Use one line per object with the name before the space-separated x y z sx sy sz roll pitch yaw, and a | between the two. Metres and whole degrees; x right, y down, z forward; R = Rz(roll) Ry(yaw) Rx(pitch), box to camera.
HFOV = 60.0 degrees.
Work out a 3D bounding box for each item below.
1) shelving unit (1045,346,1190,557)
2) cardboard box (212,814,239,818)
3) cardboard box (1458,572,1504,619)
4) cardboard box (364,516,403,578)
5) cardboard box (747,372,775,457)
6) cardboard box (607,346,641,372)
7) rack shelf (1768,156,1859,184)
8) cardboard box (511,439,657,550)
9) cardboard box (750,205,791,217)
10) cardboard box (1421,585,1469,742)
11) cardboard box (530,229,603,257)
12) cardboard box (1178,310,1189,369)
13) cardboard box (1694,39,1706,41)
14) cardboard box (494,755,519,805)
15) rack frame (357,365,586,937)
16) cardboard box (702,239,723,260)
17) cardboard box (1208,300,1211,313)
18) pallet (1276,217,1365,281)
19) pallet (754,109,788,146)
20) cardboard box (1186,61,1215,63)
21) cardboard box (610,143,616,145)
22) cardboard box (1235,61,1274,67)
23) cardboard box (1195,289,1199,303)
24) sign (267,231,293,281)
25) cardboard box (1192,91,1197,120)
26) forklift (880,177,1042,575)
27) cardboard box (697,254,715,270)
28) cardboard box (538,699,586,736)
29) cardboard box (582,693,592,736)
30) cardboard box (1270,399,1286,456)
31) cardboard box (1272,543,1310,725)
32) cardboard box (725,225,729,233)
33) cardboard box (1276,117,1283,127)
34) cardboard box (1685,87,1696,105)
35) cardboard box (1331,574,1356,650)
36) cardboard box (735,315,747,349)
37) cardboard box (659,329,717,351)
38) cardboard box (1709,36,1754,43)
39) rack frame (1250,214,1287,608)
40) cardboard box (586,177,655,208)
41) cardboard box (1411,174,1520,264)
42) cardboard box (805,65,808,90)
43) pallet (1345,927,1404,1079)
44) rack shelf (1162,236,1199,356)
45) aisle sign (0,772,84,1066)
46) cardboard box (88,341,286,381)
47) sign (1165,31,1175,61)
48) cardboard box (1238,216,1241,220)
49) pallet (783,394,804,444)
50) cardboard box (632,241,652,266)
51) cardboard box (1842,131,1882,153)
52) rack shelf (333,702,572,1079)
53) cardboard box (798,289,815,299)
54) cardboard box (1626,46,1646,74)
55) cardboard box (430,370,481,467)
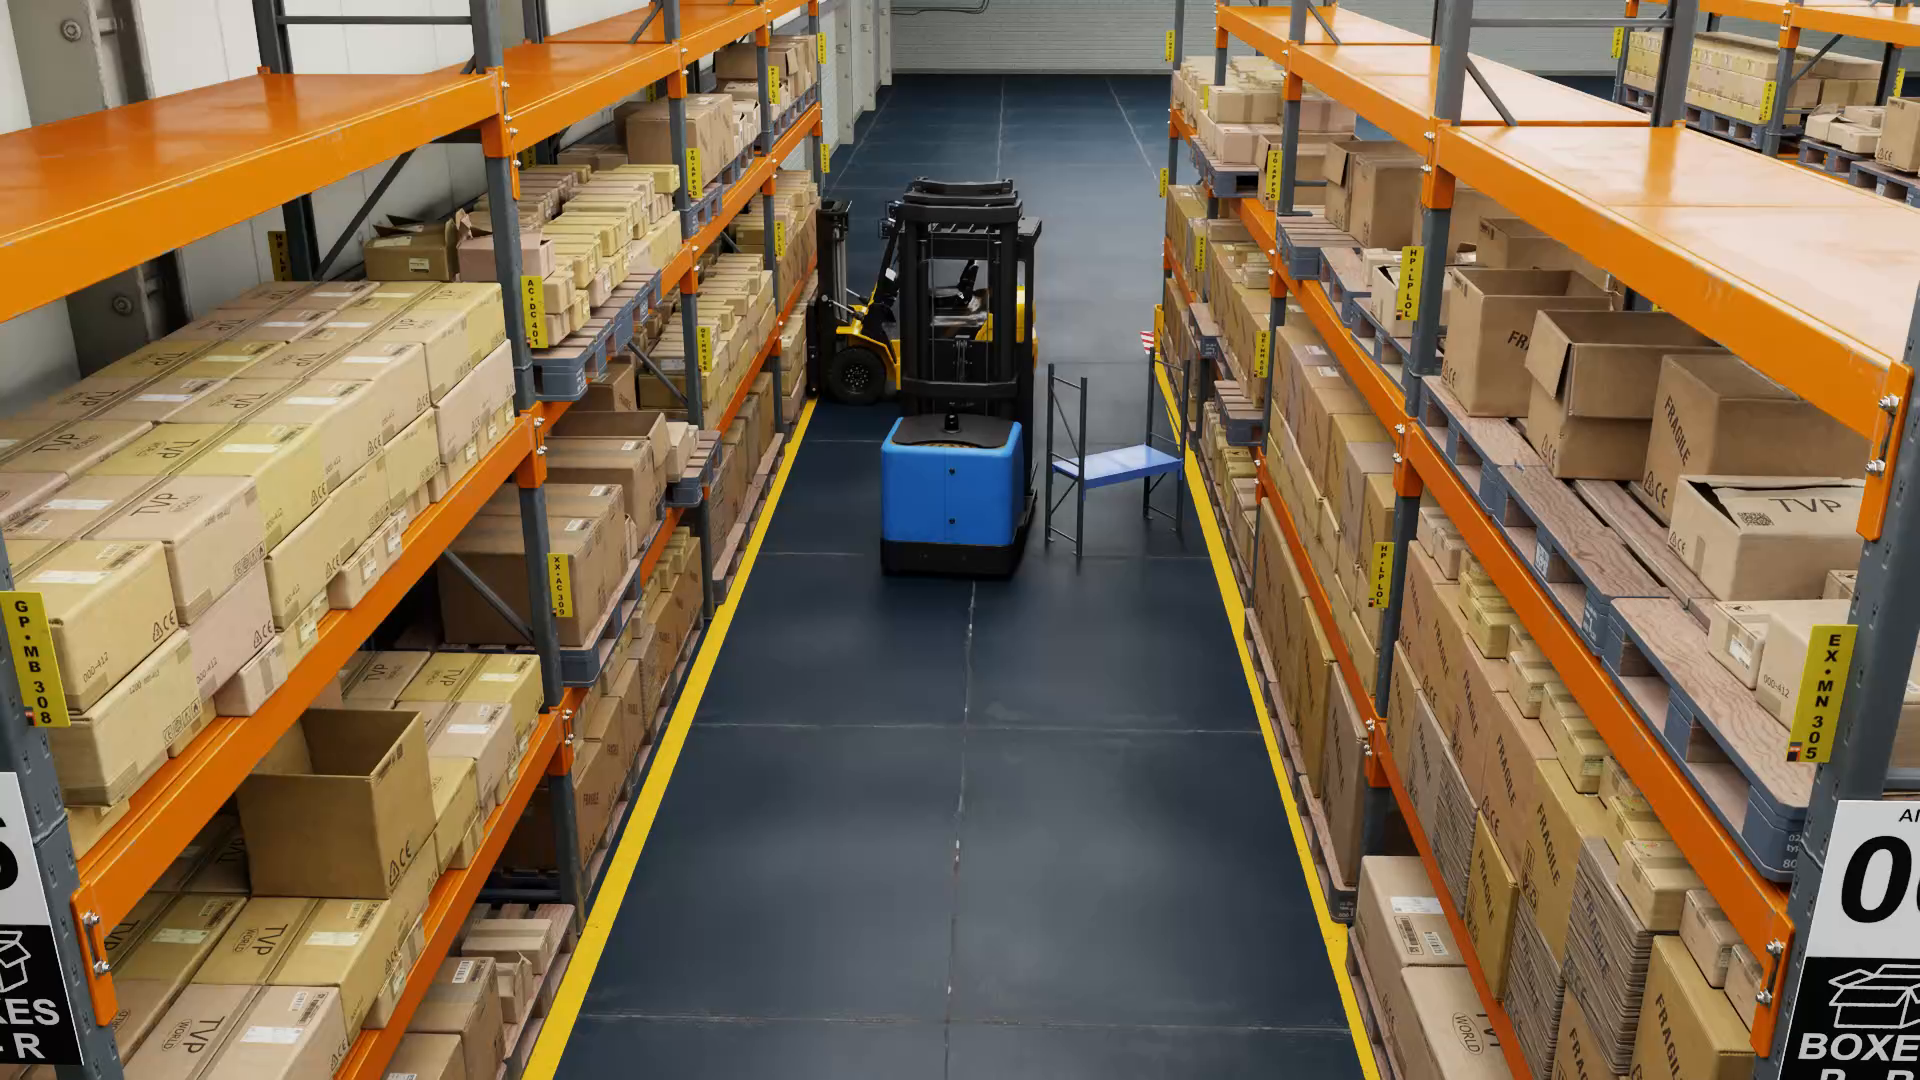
shelving unit | 1.284 -0.738 13.652 1.048 1.500 0.538 -12 24 -29
cardboard box | -2.762 1.092 6.657 0.500 0.250 0.500 1 21 3
cardboard box | 2.216 0.241 6.637 0.380 0.149 0.250 0 21 1
cardboard box | -2.184 0.026 5.810 0.380 0.149 0.250 1 21 3
cardboard box | -2.212 -1.176 15.408 0.875 0.625 0.625 2 21 4
cardboard box | -2.521 -1.298 11.987 0.380 0.149 0.250 1 21 3
rack shelf | 7.644 -2.544 13.081 1.077 0.370 4.000 1 21 2
cardboard box | -2.173 -0.269 9.650 0.700 0.500 0.500 1 21 1
cardboard box | -1.893 -3.249 16.604 0.380 0.149 0.250 0 21 1
cardboard box | 2.233 0.509 6.842 0.500 0.500 0.500 0 21 1
cardboard box | -2.085 -1.524 8.673 0.380 0.149 0.250 1 21 2
cardboard box | 2.532 -2.071 17.198 0.500 0.500 0.500 2 21 4
cardboard box | 7.467 -5.061 17.100 0.380 0.149 0.250 0 21 1
cardboard box | -2.178 1.041 7.341 0.380 0.149 0.250 1 21 3
rack frame | -2.451 0.617 8.086 1.000 3.000 0.127 1 21 2
cardboard box | -2.454 -2.744 15.712 0.380 0.149 0.250 1 21 1
cardboard box | 2.422 -2.105 14.867 0.380 0.149 0.250 1 21 2
pallet | 2.666 -1.853 10.566 1.213 0.211 1.003 2 21 4
pallet | -2.207 -3.942 15.810 1.003 0.211 1.213 1 21 2
cardboard box | 2.600 -5.015 17.698 0.380 0.149 0.250 1 21 2
cardboard box | -2.495 -2.958 12.757 0.380 0.166 0.250 1 21 2
cardboard box | 3.125 -5.011 17.688 0.380 0.149 0.250 0 21 1
cardboard box | 2.460 -2.315 15.990 0.380 0.149 0.250 1 21 3
sign | -3.005 -1.211 7.391 0.100 0.325 0.005 1 21 2
cardboard box | 2.543 -4.219 16.199 0.500 0.250 0.500 0 21 1
forklift | 0.084 -1.591 13.870 1.130 2.935 3.031 3 21 7
cardboard box | -2.432 -2.500 15.084 0.380 0.149 0.250 0 21 0
cardboard box | -2.214 0.924 8.861 0.380 0.149 0.250 0 21 -1
cardboard box | -2.246 0.963 9.171 0.380 0.149 0.250 0 21 -1
cardboard box | 2.370 -0.759 11.148 0.500 0.250 0.500 0 21 1
cardboard box | 2.497 0.590 10.512 0.875 0.875 0.875 1 21 2
cardboard box | -2.456 -3.068 16.137 0.380 0.149 0.250 0 21 1
cardboard box | 2.861 -3.351 13.792 0.500 0.250 0.500 1 21 2
cardboard box | 7.442 -4.415 16.537 0.380 0.149 0.250 1 21 1
cardboard box | 2.289 0.391 8.875 0.500 0.250 0.500 0 21 1
cardboard box | -2.031 -1.705 13.587 0.500 0.250 0.500 1 21 2
cardboard box | -2.036 -1.480 12.456 0.380 0.149 0.250 1 21 3
cardboard box | 8.139 -5.238 17.554 0.380 0.149 0.250 1 21 3
rack frame | 2.633 -0.776 11.676 1.000 3.000 0.127 1 21 2
cardboard box | -2.115 -2.164 10.352 0.380 0.149 0.250 0 21 0
cardboard box | 2.869 -1.777 9.389 0.500 0.500 0.500 1 21 2
cardboard box | -1.815 -4.905 17.639 0.396 0.266 0.258 1 21 2
pallet | 2.410 2.244 7.747 1.003 0.211 1.213 1 21 2
rack shelf | 2.815 -2.610 17.397 1.077 0.370 4.000 1 21 2
aisle sign | -2.281 0.879 3.816 0.394 0.787 0.004 1 21 2
cardboard box | -2.766 -0.536 6.017 0.500 0.250 0.500 0 21 1
sign | 2.334 -5.481 18.445 0.100 0.325 0.005 1 21 2
cardboard box | 2.984 -3.031 15.555 0.700 0.500 0.500 0 21 1
pallet | -2.141 -1.263 16.785 1.003 0.211 1.213 1 21 2
cardboard box | -2.131 -1.607 9.878 0.500 0.250 0.500 1 21 2
cardboard box | 7.403 -3.224 13.468 0.380 0.149 0.250 1 21 2
rack shelf | -2.511 1.675 6.352 1.077 0.370 4.000 1 21 2
cardboard box | -1.803 -2.565 18.124 0.500 0.250 0.500 1 21 2
cardboard box | 7.555 -5.189 17.979 0.500 0.250 0.500 1 21 2
cardboard box | -2.220 -0.485 6.575 0.500 0.250 0.500 0 21 0
